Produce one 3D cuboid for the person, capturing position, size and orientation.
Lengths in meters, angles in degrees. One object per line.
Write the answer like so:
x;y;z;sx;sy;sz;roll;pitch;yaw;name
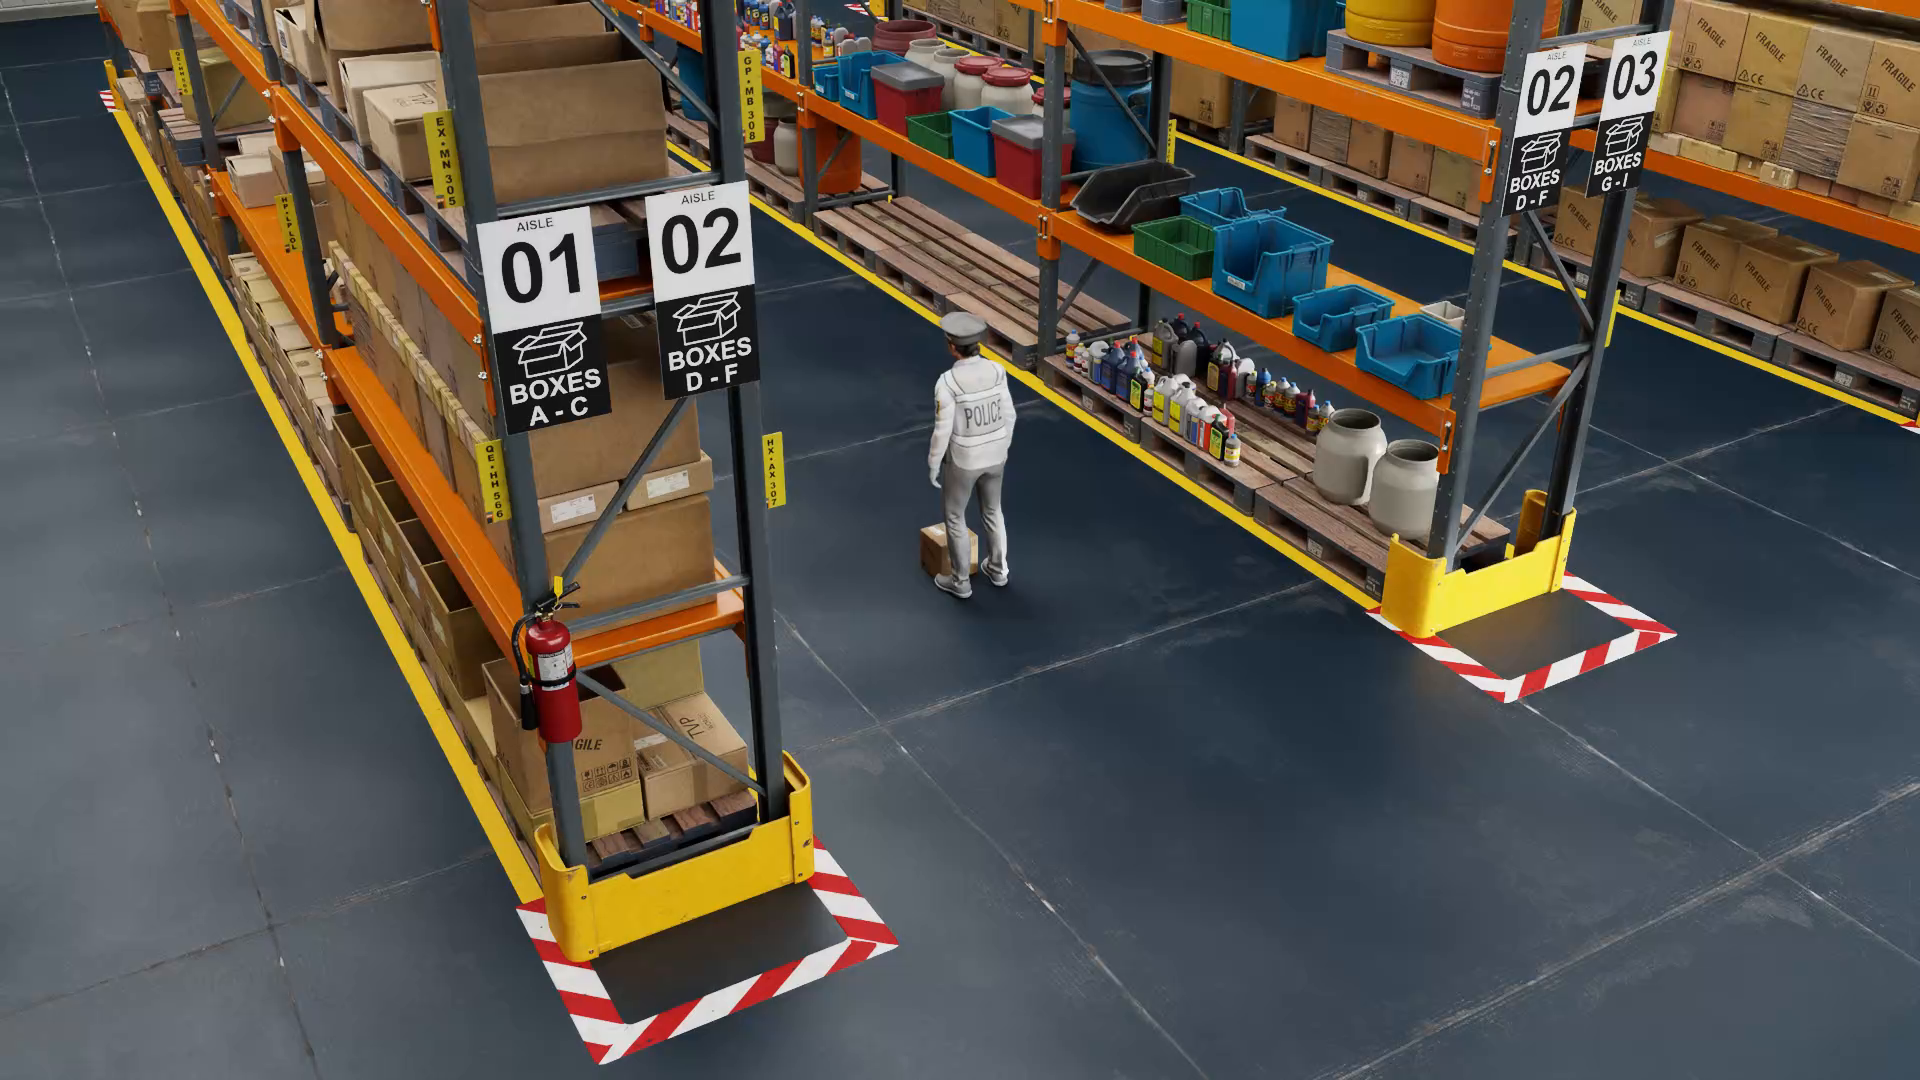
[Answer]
0.061;-0.456;9.368;0.532;1.663;0.378;-16;33;-27;person
